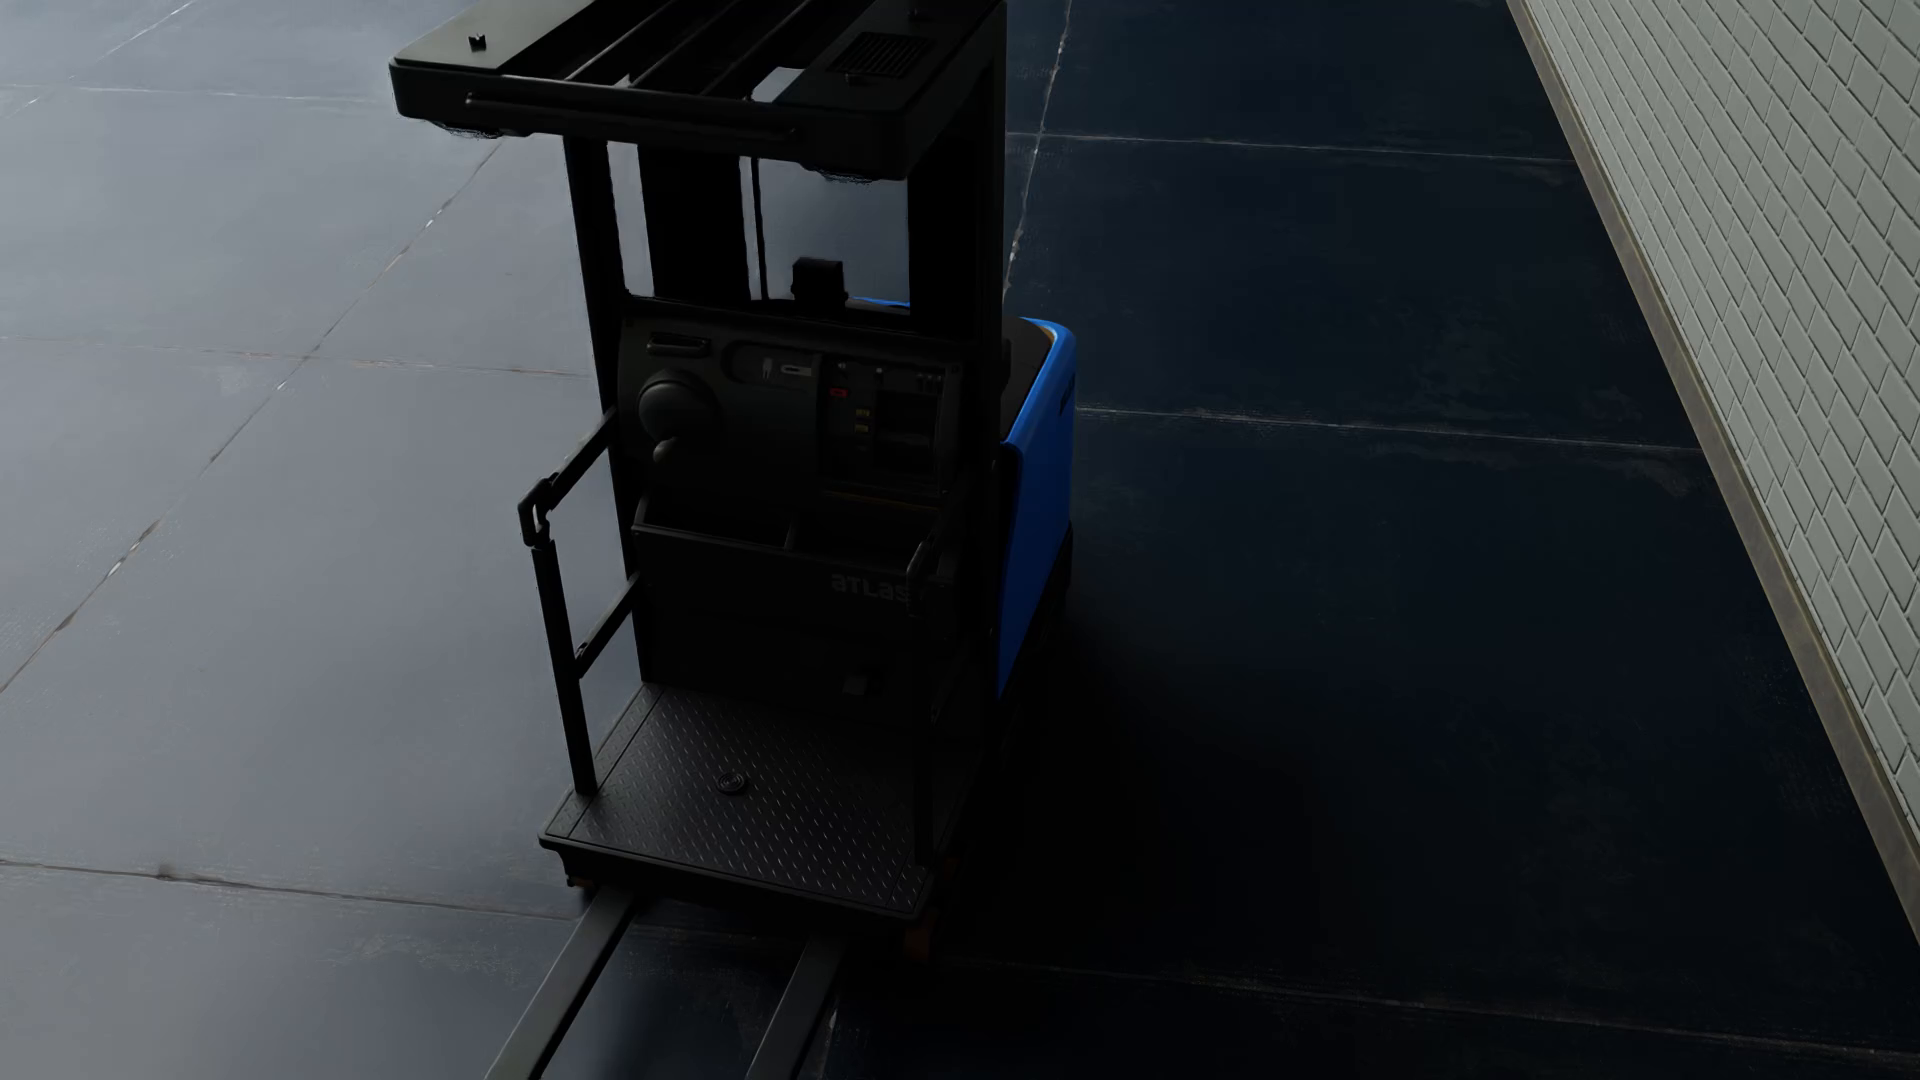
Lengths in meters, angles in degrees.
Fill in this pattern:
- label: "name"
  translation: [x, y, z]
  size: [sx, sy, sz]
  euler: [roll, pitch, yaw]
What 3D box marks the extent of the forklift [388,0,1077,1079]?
- label: "forklift"
  translation: [-0.500, -0.276, 4.114]
  size: [1.130, 2.935, 3.031]
  euler: [9, 37, 13]
